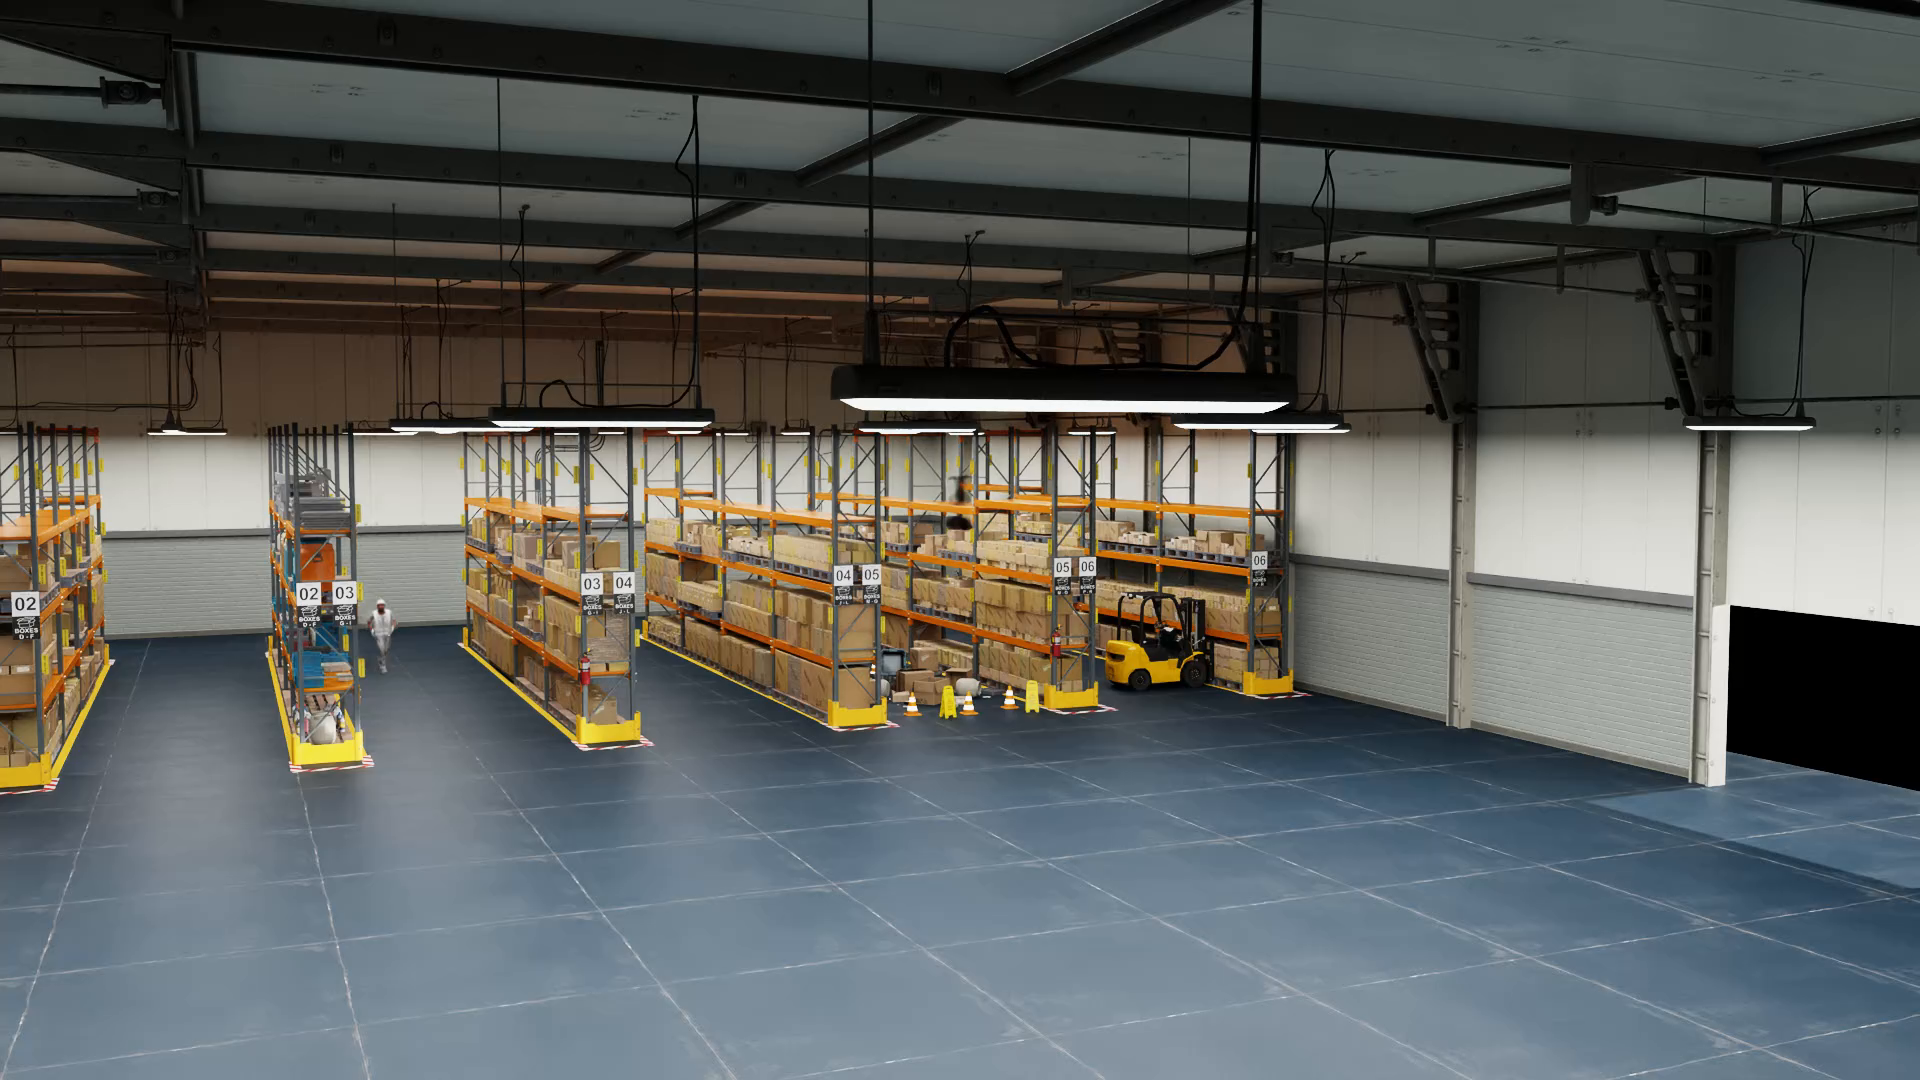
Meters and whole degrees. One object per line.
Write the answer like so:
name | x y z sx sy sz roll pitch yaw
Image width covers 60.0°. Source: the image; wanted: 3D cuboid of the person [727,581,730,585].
person | -6.543 1.996 47.983 0.612 1.640 0.682 -2 4 -34

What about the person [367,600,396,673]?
person | -14.218 2.348 40.886 0.675 1.793 0.813 -2 4 -31
